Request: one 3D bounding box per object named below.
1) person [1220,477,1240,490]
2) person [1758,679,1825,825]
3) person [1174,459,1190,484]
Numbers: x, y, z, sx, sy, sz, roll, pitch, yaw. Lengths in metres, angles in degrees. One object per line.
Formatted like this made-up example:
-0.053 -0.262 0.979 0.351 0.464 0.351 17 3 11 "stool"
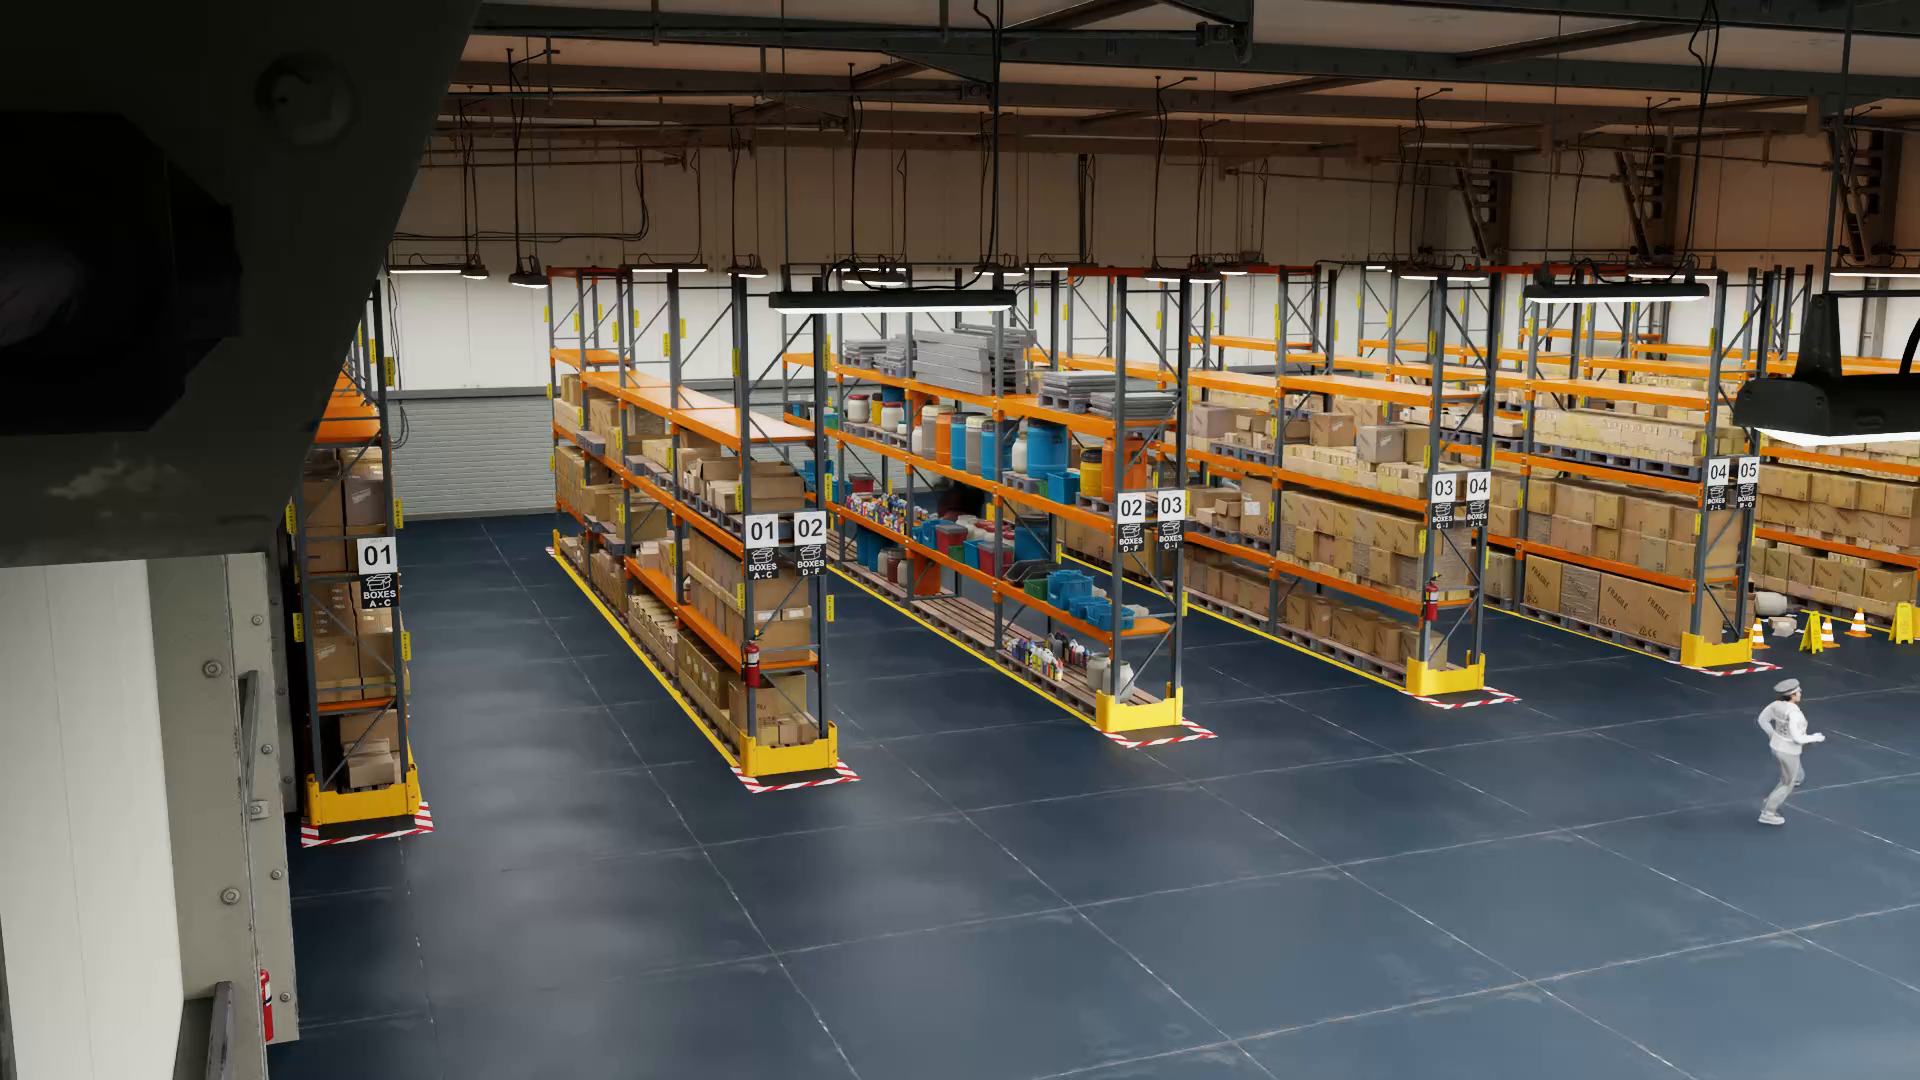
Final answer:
6.820 -1.819 42.084 0.571 1.740 0.717 -3 10 -17 "person"
9.199 2.337 18.412 0.598 1.651 0.591 0 10 2 "person"
4.935 -1.033 37.912 0.617 1.685 0.803 -2 10 -11 "person"
